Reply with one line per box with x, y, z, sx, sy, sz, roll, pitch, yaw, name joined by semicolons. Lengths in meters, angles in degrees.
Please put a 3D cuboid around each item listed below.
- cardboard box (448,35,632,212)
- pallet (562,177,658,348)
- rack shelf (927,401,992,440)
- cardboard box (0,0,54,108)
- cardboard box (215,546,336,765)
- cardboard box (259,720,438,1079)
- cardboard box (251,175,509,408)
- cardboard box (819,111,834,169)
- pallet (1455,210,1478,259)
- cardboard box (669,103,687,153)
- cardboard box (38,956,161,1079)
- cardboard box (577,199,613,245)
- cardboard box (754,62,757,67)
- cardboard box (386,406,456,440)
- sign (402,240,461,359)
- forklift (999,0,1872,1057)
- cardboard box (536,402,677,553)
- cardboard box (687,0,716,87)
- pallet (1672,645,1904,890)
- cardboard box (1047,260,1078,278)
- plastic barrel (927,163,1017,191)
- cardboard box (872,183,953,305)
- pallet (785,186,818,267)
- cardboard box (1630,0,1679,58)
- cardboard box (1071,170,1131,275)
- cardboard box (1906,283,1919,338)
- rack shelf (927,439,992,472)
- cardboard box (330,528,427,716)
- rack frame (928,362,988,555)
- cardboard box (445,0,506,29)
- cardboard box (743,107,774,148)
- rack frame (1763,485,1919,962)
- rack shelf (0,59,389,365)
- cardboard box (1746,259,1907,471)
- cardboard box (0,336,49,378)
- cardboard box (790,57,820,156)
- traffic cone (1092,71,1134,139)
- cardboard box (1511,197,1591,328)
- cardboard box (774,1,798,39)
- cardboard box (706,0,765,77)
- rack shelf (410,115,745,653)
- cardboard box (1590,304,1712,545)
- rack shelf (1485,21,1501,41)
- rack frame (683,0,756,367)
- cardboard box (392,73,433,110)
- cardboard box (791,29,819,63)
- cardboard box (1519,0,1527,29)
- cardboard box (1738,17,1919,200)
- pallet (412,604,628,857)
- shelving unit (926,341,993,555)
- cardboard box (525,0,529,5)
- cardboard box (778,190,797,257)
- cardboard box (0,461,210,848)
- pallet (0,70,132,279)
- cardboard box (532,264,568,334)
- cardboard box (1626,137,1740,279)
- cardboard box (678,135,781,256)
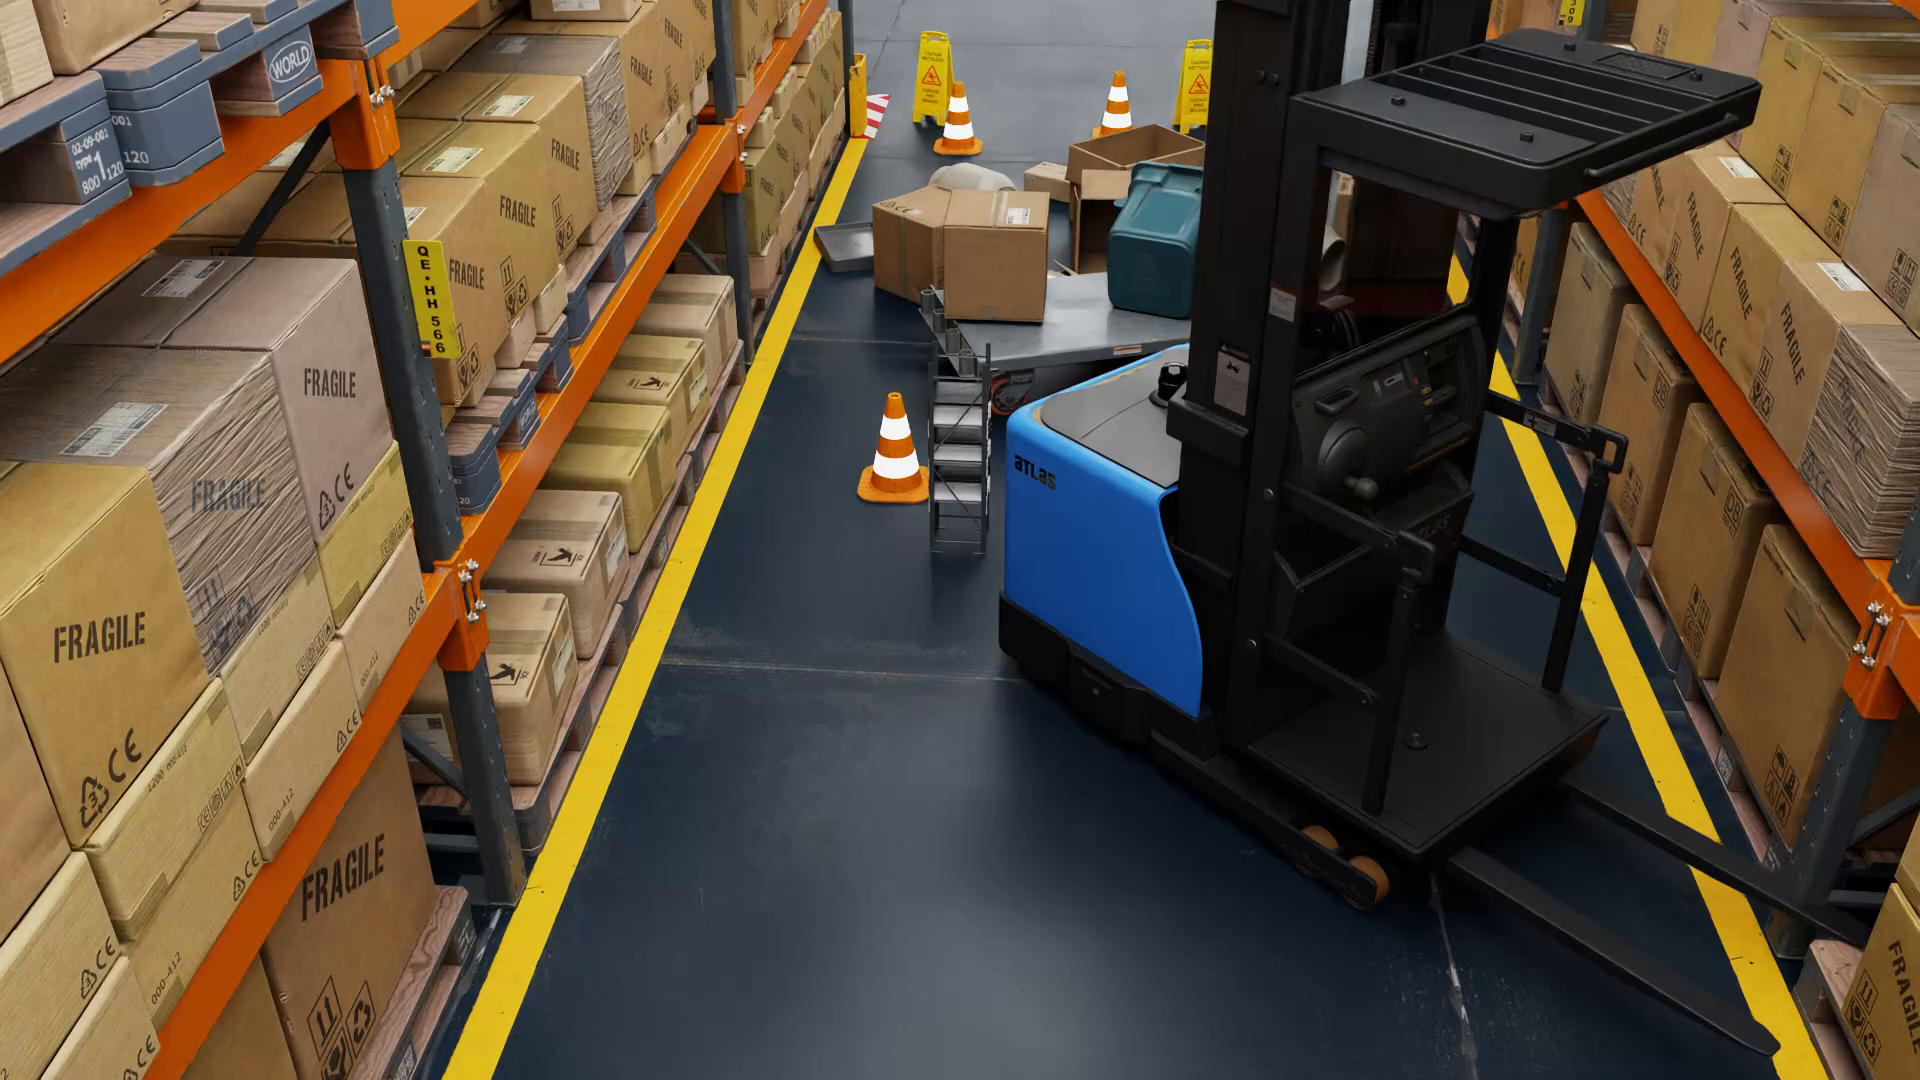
-1.527;-1.532;6.098;0.500;0.500;0.500;1;32;2;cardboard box
-1.794;-1.102;6.362;1.003;0.211;1.213;2;32;4;pallet
-0.001;-0.504;6.930;0.258;0.077;0.200;2;32;4;rack shelf
-1.678;-0.811;2.575;0.396;0.266;0.258;2;32;3;cardboard box
-1.739;0.236;3.674;0.500;0.250;0.500;2;32;3;cardboard box
-2.054;0.936;4.497;0.875;0.875;0.875;2;32;4;cardboard box
-1.647;-0.721;4.781;0.500;0.500;0.500;2;32;3;cardboard box
-1.111;-2.634;10.885;0.500;0.250;0.500;3;32;4;cardboard box
3.589;-1.927;10.176;1.003;0.211;1.213;2;32;4;pallet
-1.380;-1.756;7.080;0.380;0.149;0.250;2;32;3;cardboard box
-1.793;0.991;2.927;0.500;0.250;0.500;2;32;3;cardboard box
-1.523;-1.224;6.216;0.380;0.149;0.250;3;32;6;cardboard box
-1.284;-2.557;8.780;0.380;0.149;0.250;2;32;4;cardboard box
-1.703;-0.381;4.848;0.380;0.149;0.250;1;32;1;cardboard box
-1.361;-0.618;4.290;0.100;0.325;0.005;2;32;4;sign
1.487;-0.367;5.051;1.130;2.935;3.031;-24;39;-33;forklift
-1.739;-0.285;6.957;0.950;0.372;0.625;3;32;6;cardboard box
-1.398;-2.335;7.401;0.500;0.500;0.500;2;32;3;cardboard box
3.166;0.790;5.768;1.003;0.211;1.213;2;32;4;pallet
0.616;-1.409;9.283;0.258;0.266;0.396;-20;37;-29;cardboard box
0.077;-2.089;10.236;0.512;0.421;0.421;27;41;37;plastic barrel
-0.146;-1.678;9.494;0.500;0.500;0.500;27;41;37;cardboard box
-1.473;-2.044;10.365;1.003;0.211;1.213;2;32;4;pallet
3.318;-2.288;7.056;0.700;0.500;0.500;2;32;3;cardboard box
1.049;-1.809;9.577;0.797;0.637;0.503;2;32;4;cardboard box
3.074;-0.691;4.464;0.700;0.500;0.500;2;32;4;cardboard box
-0.001;-0.350;7.025;0.258;0.077;0.200;2;32;4;rack shelf
-1.697;0.192;4.222;0.500;0.250;0.500;1;32;2;cardboard box
-0.009;-0.326;6.921;0.240;0.900;0.006;2;32;4;rack frame
-1.966;-2.060;6.336;0.380;0.149;0.250;4;32;7;cardboard box
-1.202;-2.202;8.852;0.380;0.149;0.250;3;32;5;cardboard box
3.027;0.011;4.372;1.000;3.000;0.127;2;32;4;rack frame
-2.078;-0.072;2.334;1.077;0.370;4.000;2;32;4;rack shelf
2.838;-0.539;5.170;0.500;0.500;0.500;2;32;4;cardboard box
-2.229;-0.108;3.518;0.500;0.500;0.500;3;32;4;cardboard box
-1.156;-2.691;10.263;0.500;0.500;0.500;2;32;3;cardboard box
1.121;-3.101;11.840;0.336;0.463;0.334;2;32;4;traffic cone
3.474;-1.680;8.742;0.875;0.875;0.875;3;32;5;cardboard box
-1.130;-2.951;9.419;0.380;0.149;0.250;3;32;4;cardboard box
-1.275;-2.626;8.273;0.500;0.500;0.500;2;32;4;cardboard box
-1.752;-0.887;6.515;1.077;0.370;4.000;2;32;4;rack shelf
3.309;-0.468;6.895;1.050;0.750;0.750;2;32;4;cardboard box
3.516;-2.820;9.652;1.077;0.370;4.000;2;32;4;rack shelf
-1.589;-2.239;8.024;1.000;3.000;0.127;2;32;4;rack frame
-2.084;-1.279;5.688;0.500;0.500;0.500;0;32;1;cardboard box
-1.079;-3.040;10.211;0.380;0.149;0.250;4;32;6;cardboard box
3.554;-2.903;8.959;0.875;0.550;0.550;2;32;4;cardboard box
3.194;-1.491;5.762;0.700;0.500;0.500;2;32;3;cardboard box
-1.850;0.631;6.024;1.003;0.211;1.213;2;32;4;pallet
-0.001;-0.379;7.007;0.258;0.900;0.210;2;32;4;shelving unit
-1.953;-2.092;7.006;0.500;0.500;0.500;3;32;4;cardboard box
-1.240;-1.824;9.570;0.500;0.250;0.500;4;32;7;cardboard box
-1.777;0.194;3.027;0.500;0.500;0.500;2;32;4;cardboard box
-2.002;-0.420;2.393;1.003;0.211;1.213;4;32;6;pallet
-1.535;-0.811;5.547;0.380;0.149;0.250;3;32;4;cardboard box
2.958;-1.334;6.460;0.500;0.500;0.500;2;32;4;cardboard box
-1.272;-1.863;8.920;0.500;0.500;0.500;4;32;6;cardboard box
